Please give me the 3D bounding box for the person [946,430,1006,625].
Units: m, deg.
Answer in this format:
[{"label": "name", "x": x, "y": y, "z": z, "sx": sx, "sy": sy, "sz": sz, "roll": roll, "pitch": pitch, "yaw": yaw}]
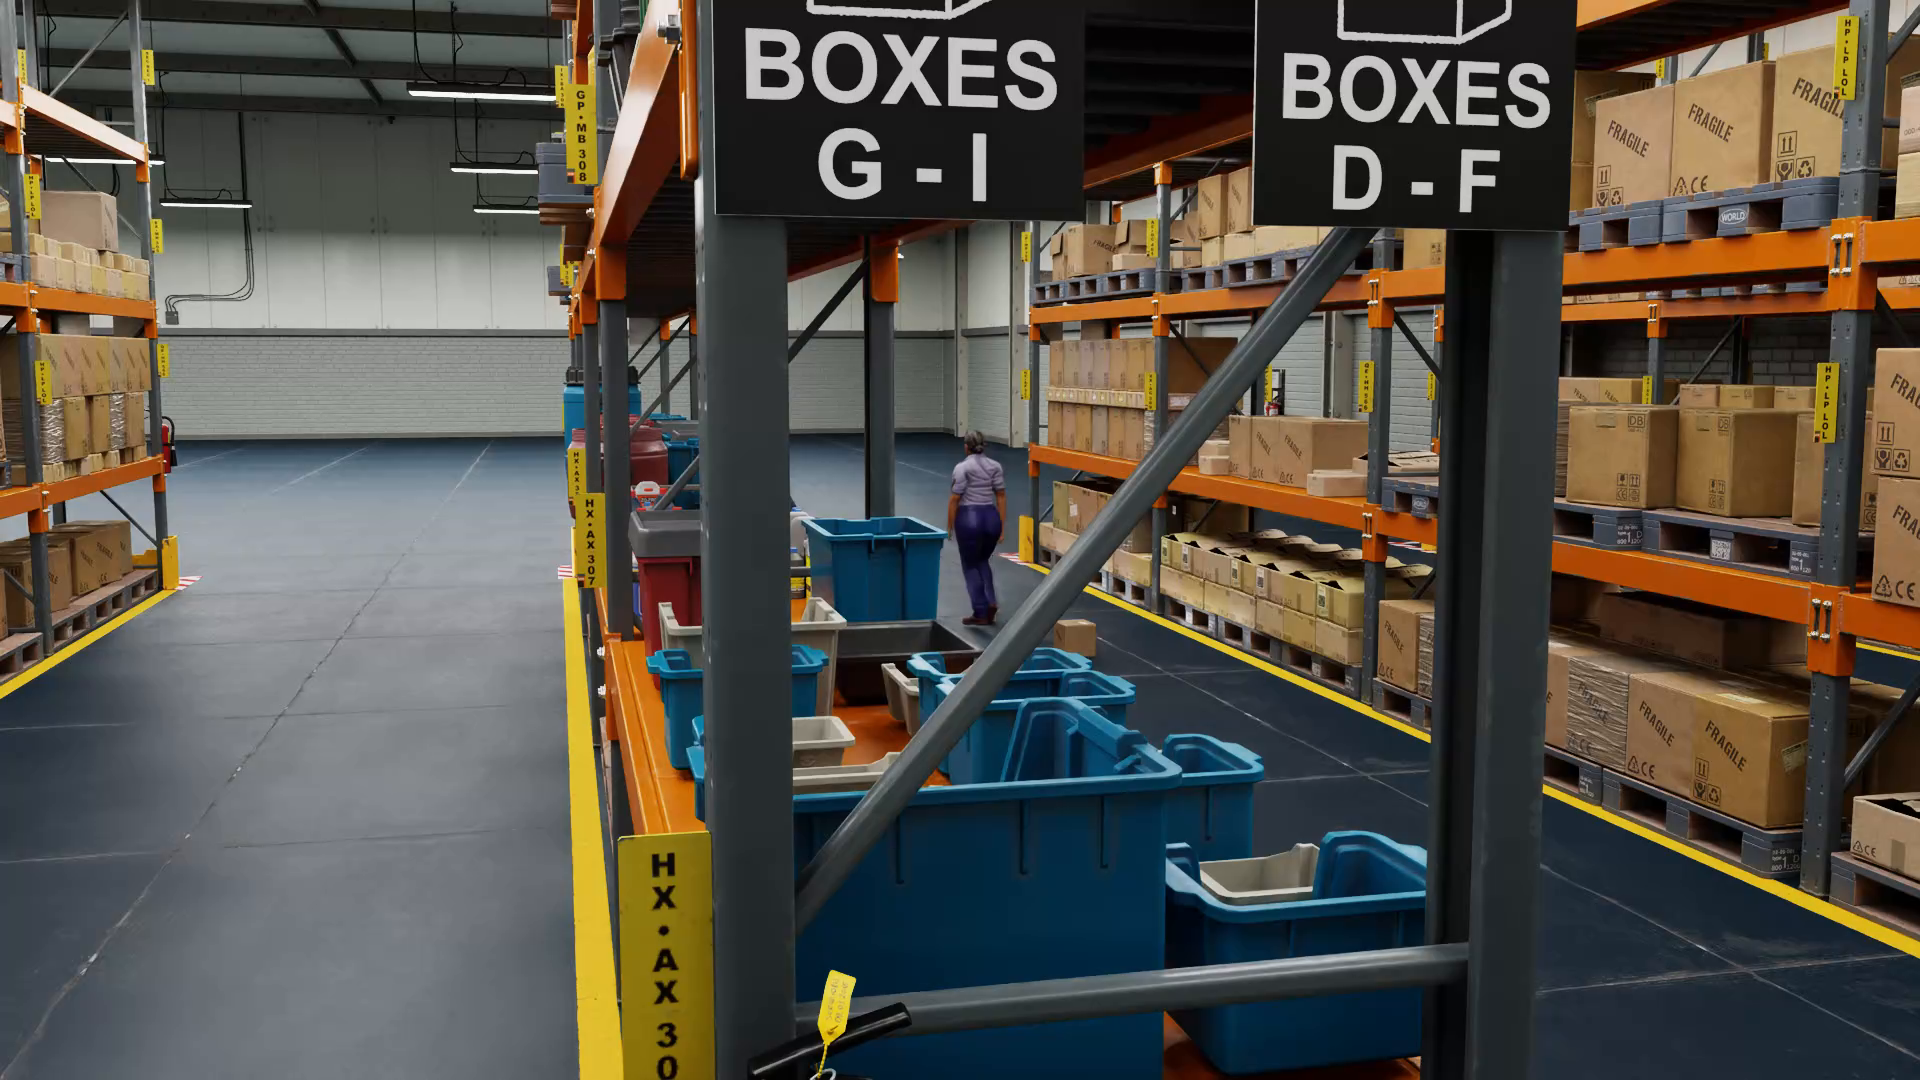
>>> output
[{"label": "person", "x": 0.122, "y": -0.080, "z": 14.019, "sx": 0.487, "sy": 1.696, "sz": 0.478, "roll": -4, "pitch": 7, "yaw": -33}]
